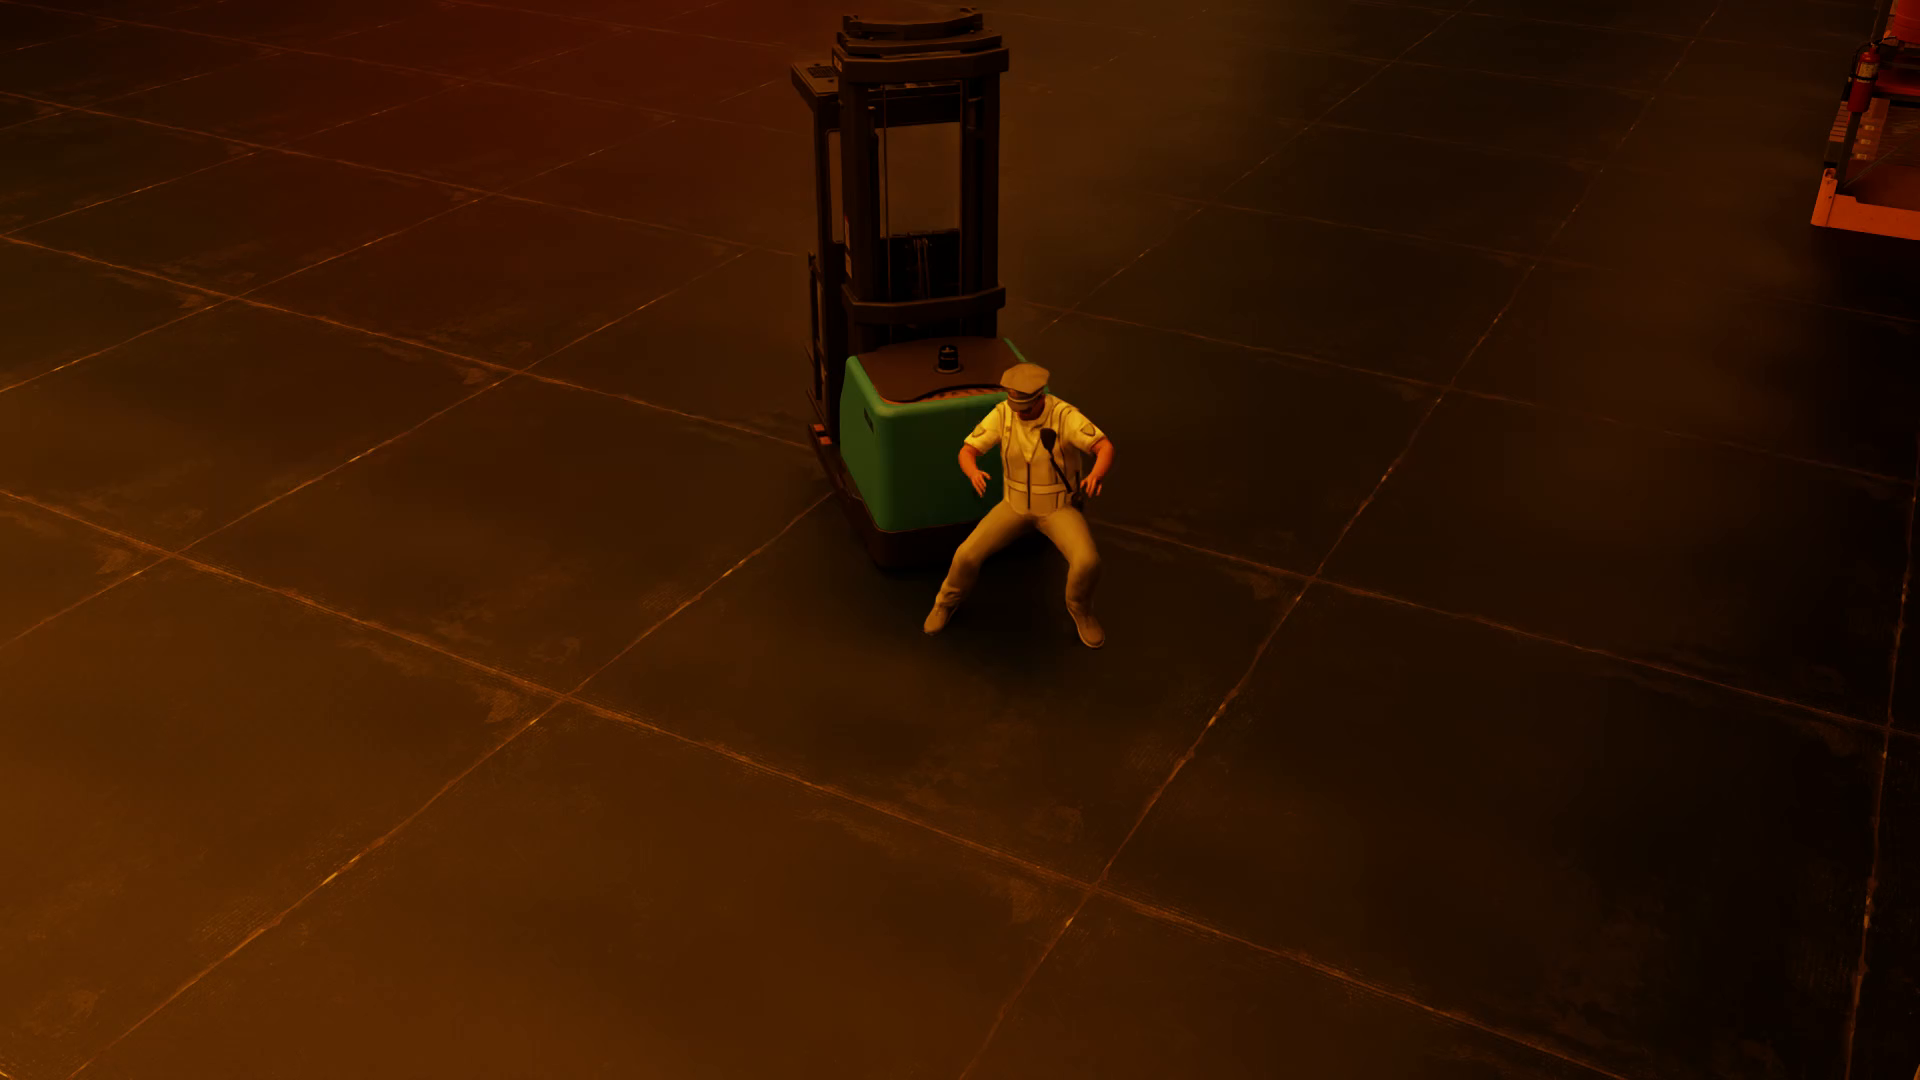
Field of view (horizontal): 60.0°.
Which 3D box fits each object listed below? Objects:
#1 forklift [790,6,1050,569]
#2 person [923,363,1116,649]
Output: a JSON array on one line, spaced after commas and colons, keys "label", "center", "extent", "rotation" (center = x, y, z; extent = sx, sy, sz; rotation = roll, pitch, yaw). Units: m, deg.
[{"label": "forklift", "center": [-0.377, -1.829, 10.240], "extent": [1.130, 2.935, 3.031], "rotation": [-8, 31, -14]}, {"label": "person", "center": [0.339, -0.171, 8.814], "extent": [1.009, 1.526, 0.769], "rotation": [12, 32, 19]}]
